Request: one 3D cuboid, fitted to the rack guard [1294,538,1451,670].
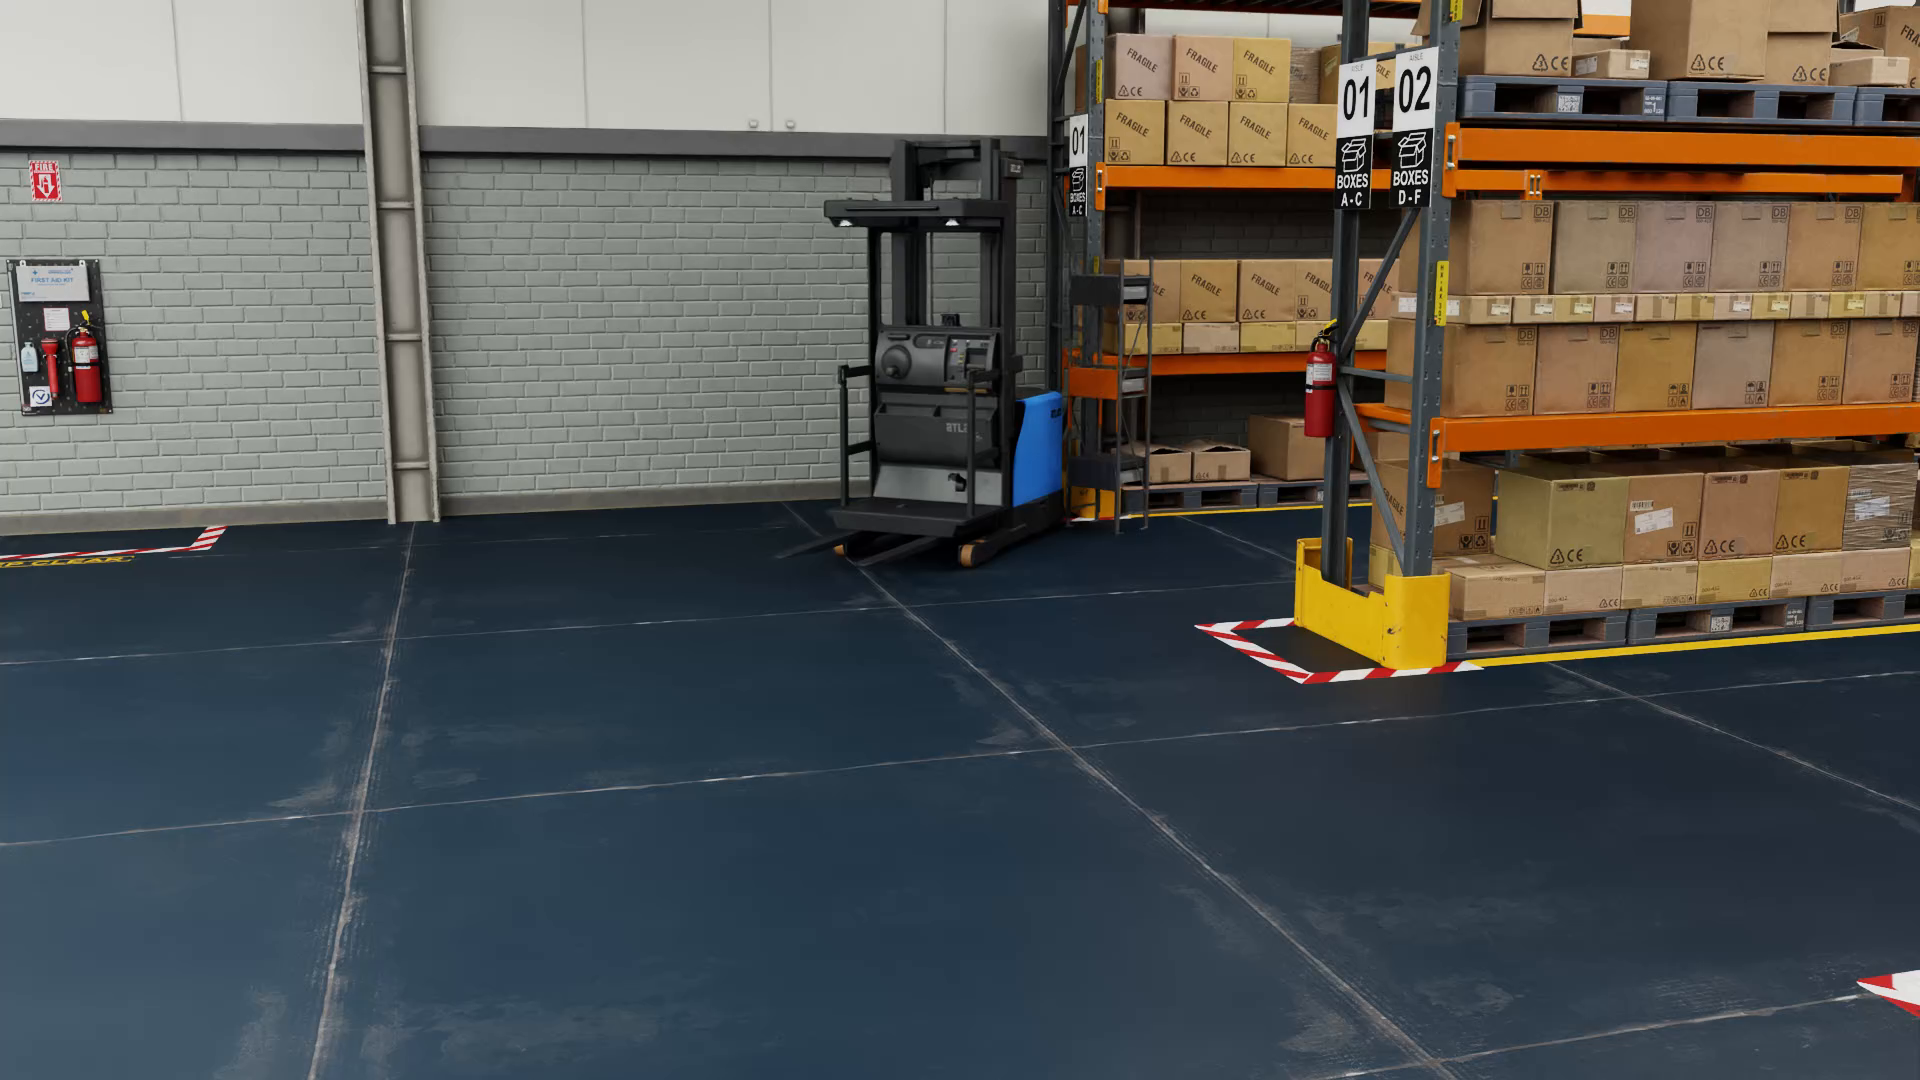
[{"bbox_3d":[2.293,0.335,9.345,0.348,0.500,1.175,-3,11,-16],"label":"rack guard"}]

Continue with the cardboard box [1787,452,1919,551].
[{"bbox_3d":[5.289,-0.236,9.908,0.500,0.500,0.500,-3,11,-16],"label":"cardboard box"}]

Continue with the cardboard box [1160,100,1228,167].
[{"bbox_3d":[1.844,-3.285,13.489,0.500,0.500,0.500,-2,11,-12],"label":"cardboard box"}]

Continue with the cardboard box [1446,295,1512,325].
[{"bbox_3d":[2.753,-1.246,8.962,0.250,0.149,0.380,-3,11,-16],"label":"cardboard box"}]

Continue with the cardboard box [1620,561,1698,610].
[{"bbox_3d":[3.852,0.211,9.551,0.500,0.250,0.500,-3,11,-16],"label":"cardboard box"}]

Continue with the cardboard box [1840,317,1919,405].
[{"bbox_3d":[5.228,-1.096,9.937,0.500,0.500,0.700,-3,11,-17],"label":"cardboard box"}]

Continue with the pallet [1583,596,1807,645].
[{"bbox_3d":[4.208,0.369,9.959,1.213,0.211,1.003,-3,11,-16],"label":"pallet"}]

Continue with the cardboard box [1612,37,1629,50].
[{"bbox_3d":[3.882,-2.734,9.529,0.500,0.311,0.500,-2,11,-9],"label":"cardboard box"}]

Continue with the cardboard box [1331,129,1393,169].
[{"bbox_3d":[3.342,-3.366,13.932,0.500,0.500,0.500,-3,11,-18],"label":"cardboard box"}]

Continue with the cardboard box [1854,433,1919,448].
[{"bbox_3d":[9.352,-1.325,16.236,0.750,0.750,0.750,-3,11,-17],"label":"cardboard box"}]

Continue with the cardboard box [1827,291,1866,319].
[{"bbox_3d":[4.978,-1.364,9.602,0.250,0.149,0.380,-3,11,-16],"label":"cardboard box"}]

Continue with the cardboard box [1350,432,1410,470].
[{"bbox_3d":[3.783,-0.886,14.765,0.500,0.500,0.500,-4,11,-20],"label":"cardboard box"}]

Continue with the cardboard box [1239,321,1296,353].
[{"bbox_3d":[2.471,-1.715,13.939,0.500,0.250,0.500,-3,11,-17],"label":"cardboard box"}]

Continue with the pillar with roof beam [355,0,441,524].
[{"bbox_3d":[-3.199,-3.841,8.554,0.400,9.000,9.100,-3,11,-16],"label":"pillar with roof beam"}]

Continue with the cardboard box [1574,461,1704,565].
[{"bbox_3d":[3.849,-0.160,9.494,0.500,0.500,0.500,-3,11,-16],"label":"cardboard box"}]

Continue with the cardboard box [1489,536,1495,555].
[{"bbox_3d":[3.225,0.144,9.911,0.500,0.250,0.500,-3,11,-16],"label":"cardboard box"}]

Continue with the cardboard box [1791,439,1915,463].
[{"bbox_3d":[5.624,-0.352,10.536,0.500,0.500,0.500,-3,11,-16],"label":"cardboard box"}]

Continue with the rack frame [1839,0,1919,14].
[{"bbox_3d":[8.609,-5.112,15.458,0.127,3.000,1.000,-3,11,-16],"label":"rack frame"}]

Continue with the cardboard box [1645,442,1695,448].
[{"bbox_3d":[6.454,-1.040,15.597,0.500,0.500,0.700,-3,11,-15],"label":"cardboard box"}]

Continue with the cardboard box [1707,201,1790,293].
[{"bbox_3d":[4.287,-1.685,9.556,0.500,0.500,0.700,-3,11,-16],"label":"cardboard box"}]

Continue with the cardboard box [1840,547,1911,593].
[{"bbox_3d":[5.290,0.133,9.974,0.500,0.250,0.500,-3,11,-16],"label":"cardboard box"}]

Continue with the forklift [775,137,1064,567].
[{"bbox_3d":[-0.262,-1.338,11.719,1.130,2.935,3.031,5,11,24],"label":"forklift"}]

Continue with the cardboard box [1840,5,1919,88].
[{"bbox_3d":[5.599,-2.918,10.004,0.500,0.500,0.500,-2,11,-11],"label":"cardboard box"}]

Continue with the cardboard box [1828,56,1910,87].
[{"bbox_3d":[5.075,-2.616,9.336,0.250,0.149,0.380,-3,11,-16],"label":"cardboard box"}]

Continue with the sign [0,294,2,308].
[{"bbox_3d":[-7.339,-1.787,12.406,0.331,0.109,0.001,-3,11,-16],"label":"sign"}]

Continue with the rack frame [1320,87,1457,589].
[{"bbox_3d":[2.316,-0.895,9.125,0.127,3.000,1.000,-3,11,-16],"label":"rack frame"}]

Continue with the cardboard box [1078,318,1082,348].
[{"bbox_3d":[1.323,-1.750,14.125,0.500,0.250,0.500,-3,11,-15],"label":"cardboard box"}]

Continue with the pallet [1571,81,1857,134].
[{"bbox_3d":[4.176,-2.421,9.371,1.213,0.211,1.003,-3,11,-16],"label":"pallet"}]

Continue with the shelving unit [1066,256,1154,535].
[{"bbox_3d":[1.154,-1.127,12.866,0.503,2.100,0.431,10,14,42],"label":"shelving unit"}]

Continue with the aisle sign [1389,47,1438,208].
[{"bbox_3d":[2.339,-2.117,8.583,0.004,0.787,0.394,-3,11,-16],"label":"aisle sign"}]

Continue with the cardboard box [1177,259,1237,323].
[{"bbox_3d":[1.948,-2.056,13.720,0.500,0.500,0.500,-3,11,-16],"label":"cardboard box"}]

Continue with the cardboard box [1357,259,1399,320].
[{"bbox_3d":[3.437,-2.136,14.152,0.500,0.500,0.500,-3,11,-18],"label":"cardboard box"}]

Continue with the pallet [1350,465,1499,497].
[{"bbox_3d":[4.134,-0.547,14.936,1.213,0.211,1.003,-3,11,-16],"label":"pallet"}]

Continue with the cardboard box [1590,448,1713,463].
[{"bbox_3d":[4.184,-0.276,10.122,0.500,0.500,0.500,-3,11,-16],"label":"cardboard box"}]

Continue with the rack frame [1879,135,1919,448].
[{"bbox_3d":[6.157,-1.098,10.225,0.127,3.000,1.000,-3,11,-16],"label":"rack frame"}]

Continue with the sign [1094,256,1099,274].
[{"bbox_3d":[1.080,-2.088,13.211,0.005,0.325,0.100,-3,11,-16],"label":"sign"}]

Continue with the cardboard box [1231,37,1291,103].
[{"bbox_3d":[2.350,-3.804,13.547,0.500,0.500,0.500,-3,11,-14],"label":"cardboard box"}]

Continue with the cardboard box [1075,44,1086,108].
[{"bbox_3d":[1.269,-3.850,13.794,0.500,0.500,0.500,-3,11,-13],"label":"cardboard box"}]

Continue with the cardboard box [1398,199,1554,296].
[{"bbox_3d":[2.819,-1.607,9.130,0.500,0.500,0.700,-3,11,-16],"label":"cardboard box"}]

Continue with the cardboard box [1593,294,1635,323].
[{"bbox_3d":[3.489,-1.285,9.172,0.250,0.149,0.380,-3,11,-17],"label":"cardboard box"}]

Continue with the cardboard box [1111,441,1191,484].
[{"bbox_3d":[1.617,-0.670,14.111,0.500,0.311,0.500,-4,11,-22],"label":"cardboard box"}]

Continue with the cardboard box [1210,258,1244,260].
[{"bbox_3d":[2.302,-2.173,14.351,0.500,0.500,0.500,-3,11,-18],"label":"cardboard box"}]

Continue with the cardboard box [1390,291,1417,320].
[{"bbox_3d":[2.630,-1.316,9.342,0.250,0.149,0.380,-3,11,-17],"label":"cardboard box"}]

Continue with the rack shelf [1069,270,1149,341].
[{"bbox_3d":[1.155,-1.802,12.741,0.480,0.518,0.431,10,14,42],"label":"rack shelf"}]

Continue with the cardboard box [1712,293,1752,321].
[{"bbox_3d":[4.229,-1.324,9.384,0.250,0.149,0.380,-3,11,-15],"label":"cardboard box"}]

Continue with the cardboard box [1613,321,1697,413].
[{"bbox_3d":[3.749,-1.017,9.512,0.500,0.500,0.700,-3,11,-16],"label":"cardboard box"}]

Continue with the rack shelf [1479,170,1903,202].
[{"bbox_3d":[6.689,-3.181,15.245,4.000,0.370,1.077,-3,11,-16],"label":"rack shelf"}]

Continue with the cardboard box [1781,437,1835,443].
[{"bbox_3d":[7.932,-1.103,15.940,0.500,0.500,0.700,-3,11,-15],"label":"cardboard box"}]

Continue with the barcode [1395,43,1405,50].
[{"bbox_3d":[2.471,-2.755,9.340,0.075,0.075,0.001,-3,11,-16],"label":"barcode"}]

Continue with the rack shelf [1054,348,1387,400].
[{"bbox_3d":[2.848,-1.504,14.417,4.000,0.370,1.077,-3,11,-16],"label":"rack shelf"}]

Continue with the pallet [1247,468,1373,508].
[{"bbox_3d":[2.960,-0.485,14.597,1.213,0.211,1.003,-3,11,-16],"label":"pallet"}]

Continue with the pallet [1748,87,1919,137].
[{"bbox_3d":[5.345,-2.482,9.702,1.213,0.211,1.003,-3,11,-16],"label":"pallet"}]
